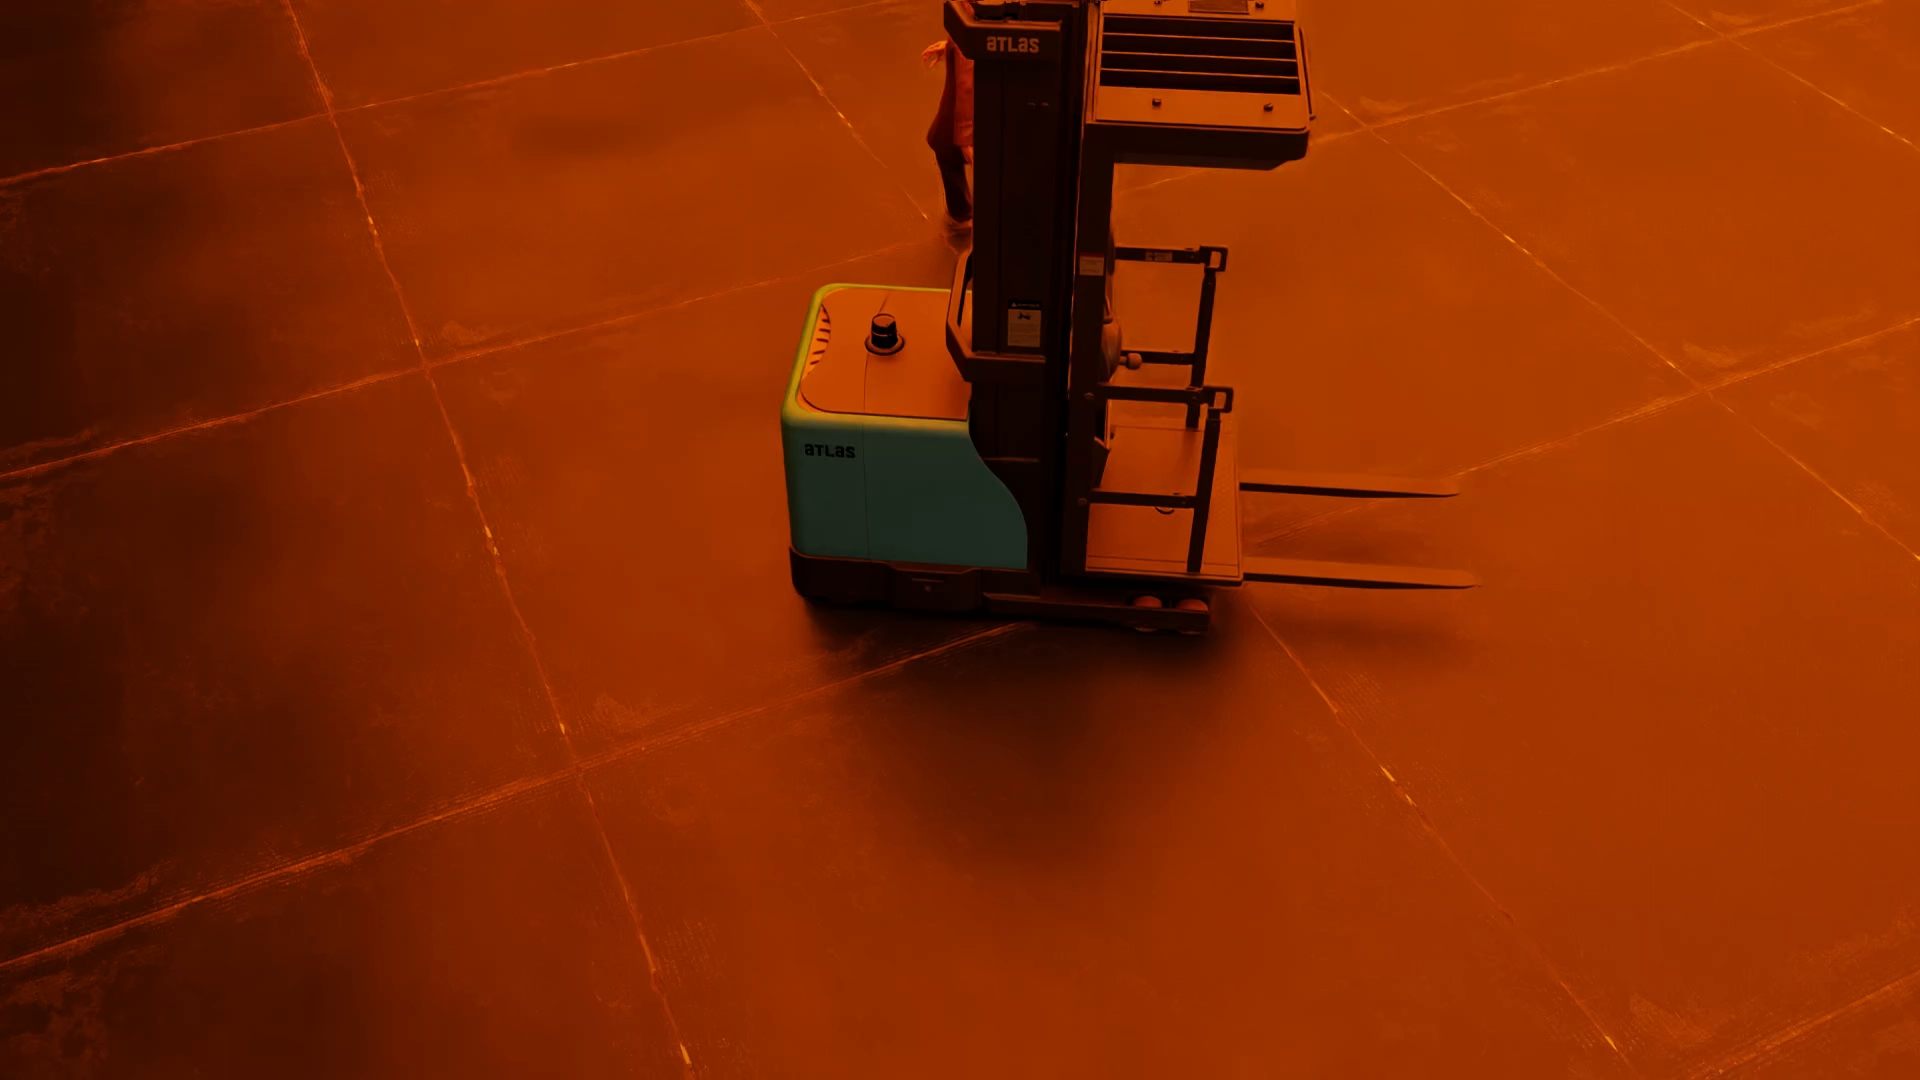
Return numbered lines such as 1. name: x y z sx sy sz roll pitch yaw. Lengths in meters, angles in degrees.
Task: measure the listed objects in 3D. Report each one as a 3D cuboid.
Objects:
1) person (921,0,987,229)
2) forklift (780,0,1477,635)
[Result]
1. person: 0.079 -2.267 9.127 0.606 1.611 1.021 -17 46 -17
2. forklift: 0.789 -1.033 6.787 3.031 2.935 1.130 4 43 4
